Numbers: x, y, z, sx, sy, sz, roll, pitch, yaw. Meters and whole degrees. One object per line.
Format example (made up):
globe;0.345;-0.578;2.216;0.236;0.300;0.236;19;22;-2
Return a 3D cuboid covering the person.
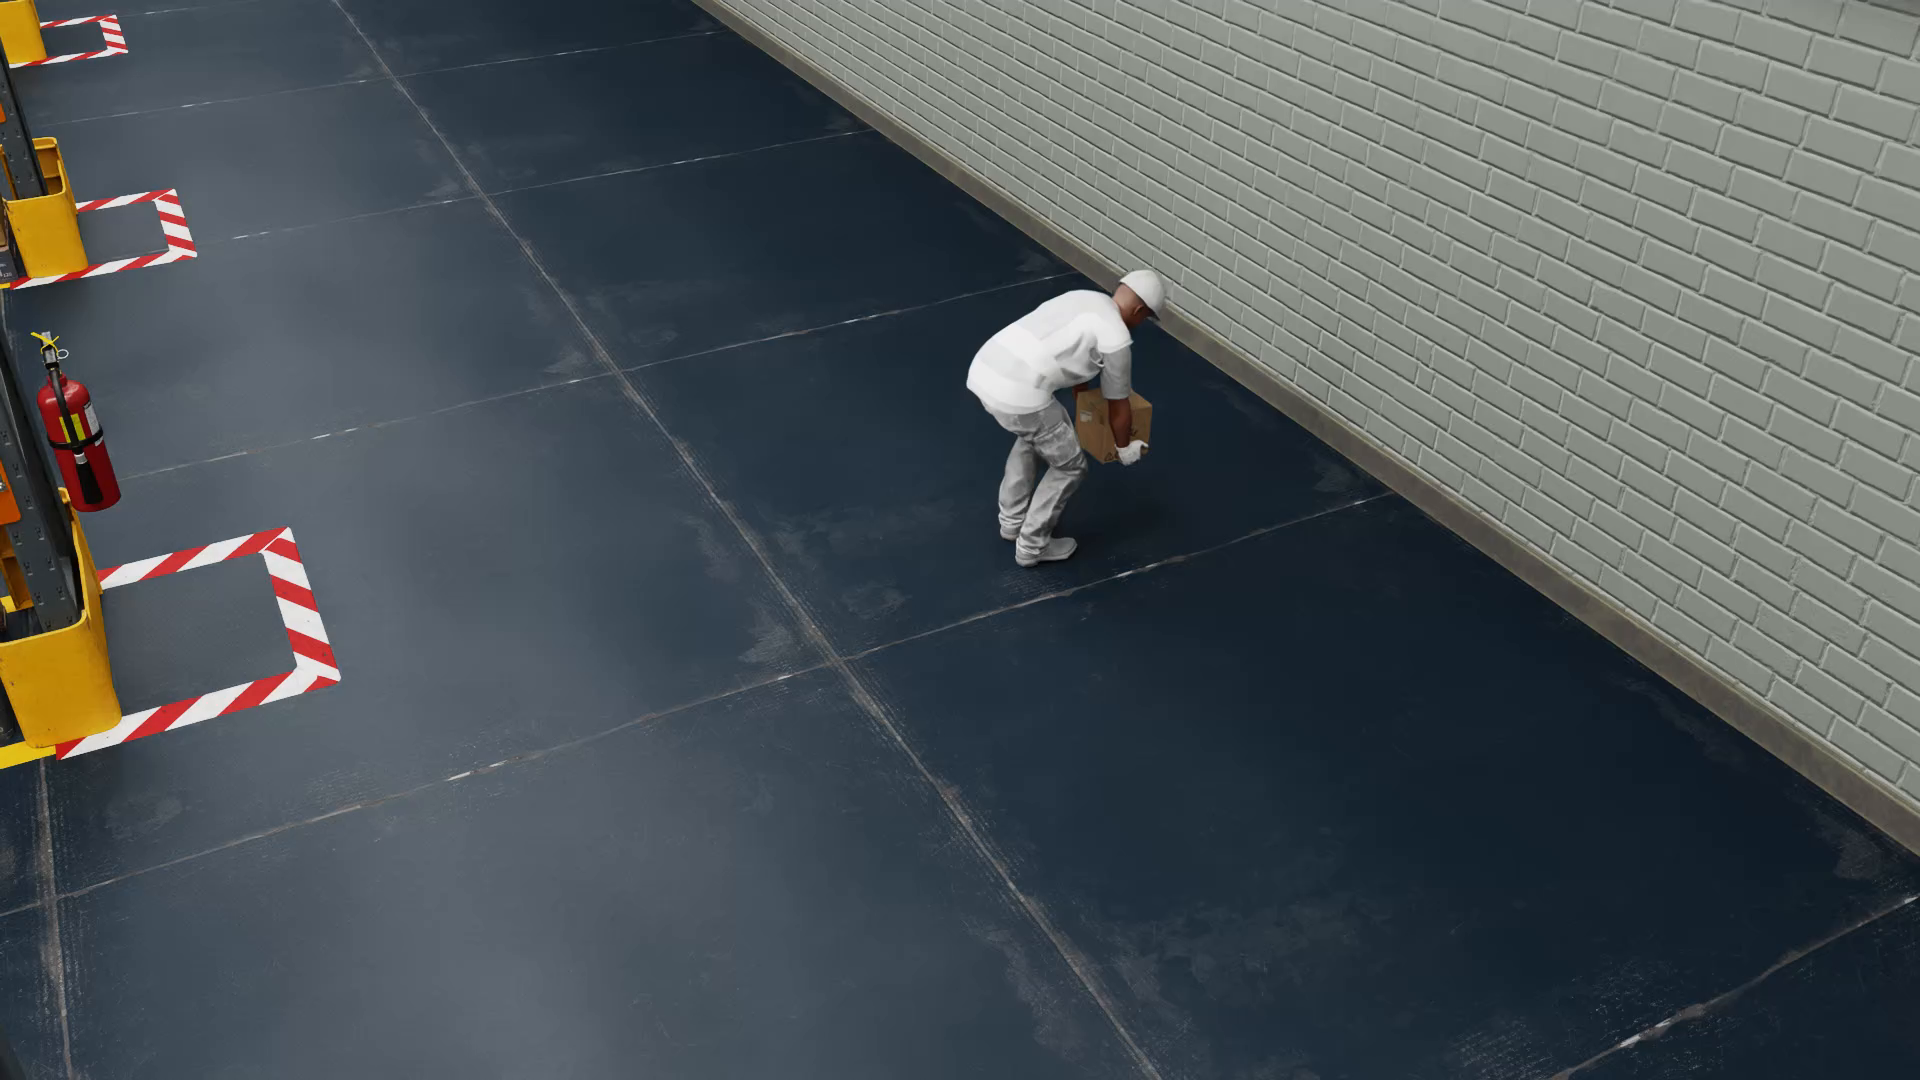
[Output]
person;0.490;-0.561;7.494;0.953;1.236;0.516;-17;37;-25
